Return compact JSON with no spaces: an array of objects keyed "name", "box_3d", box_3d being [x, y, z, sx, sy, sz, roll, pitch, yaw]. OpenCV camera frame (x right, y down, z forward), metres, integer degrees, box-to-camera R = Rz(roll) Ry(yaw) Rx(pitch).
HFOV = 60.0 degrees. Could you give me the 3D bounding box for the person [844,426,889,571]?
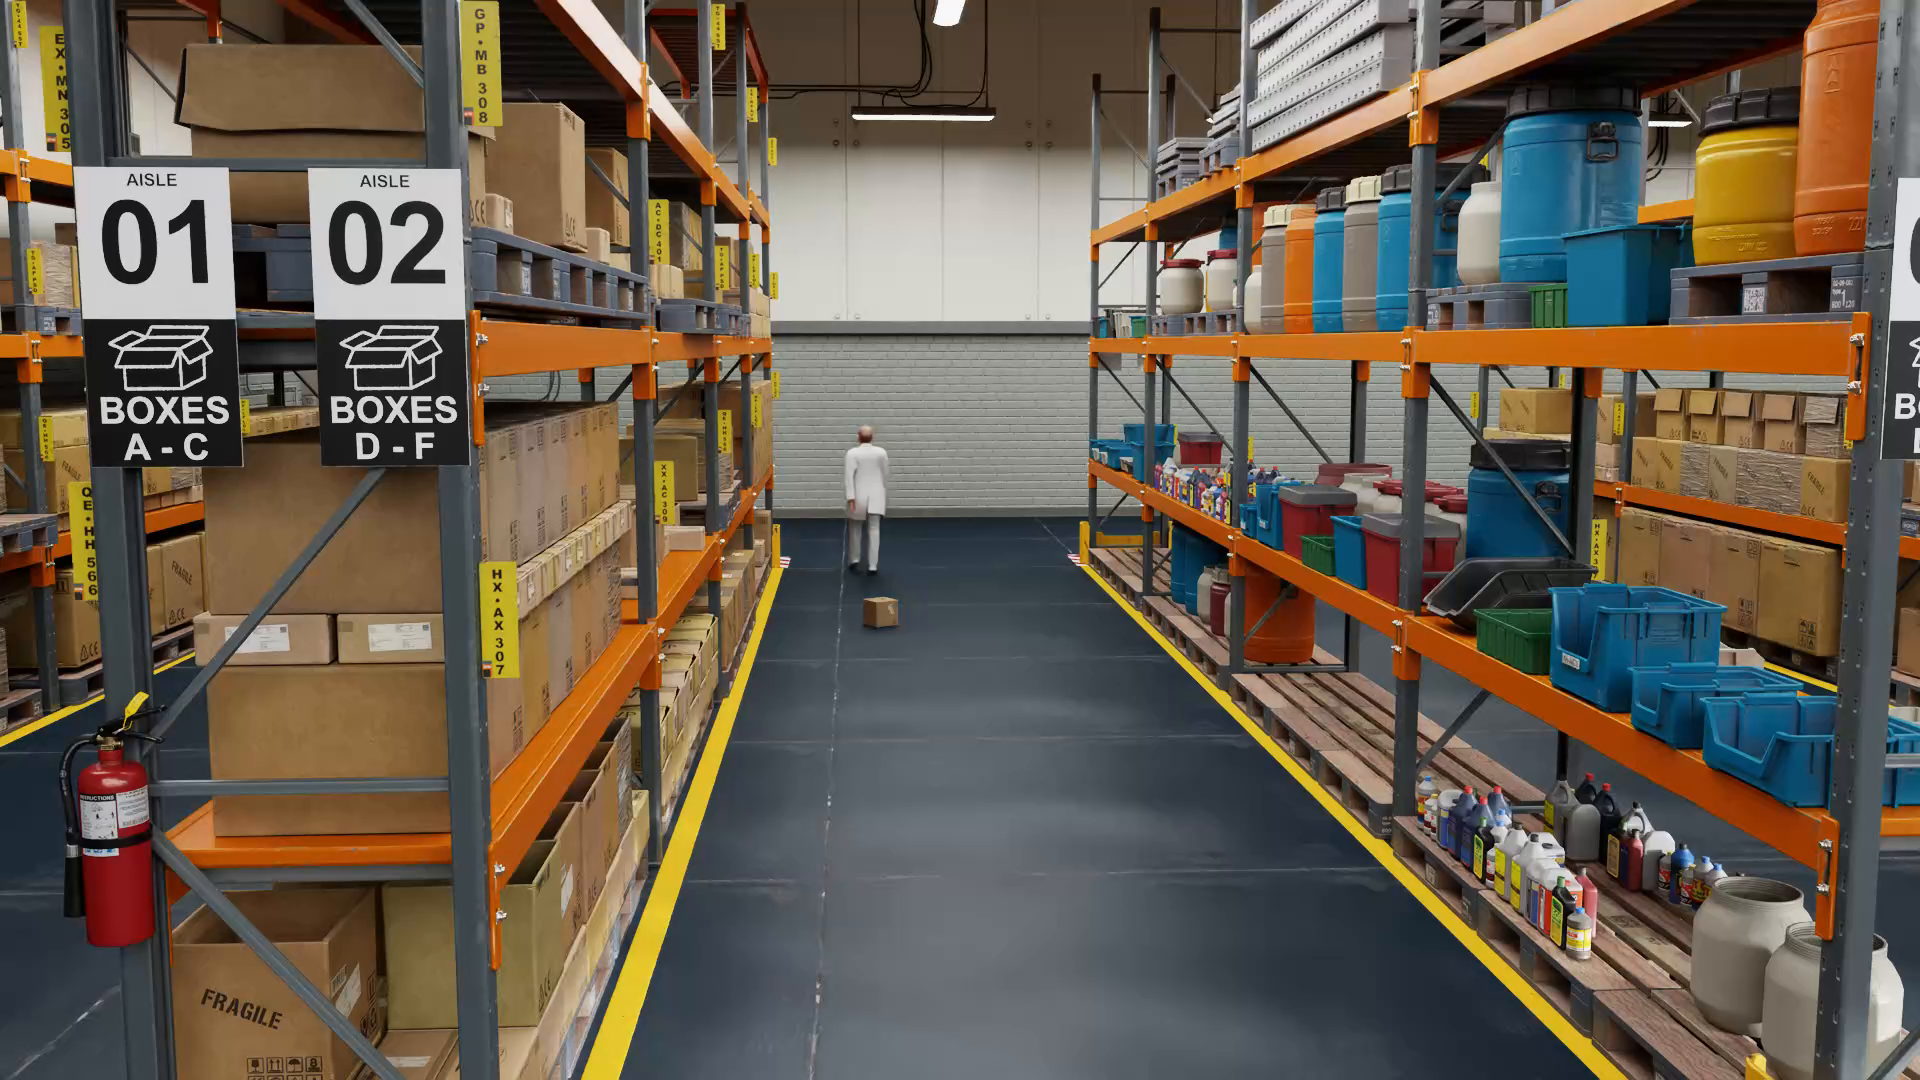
[{"name":"person","box_3d":[-1.142,-0.527,20.148,0.567,1.731,1.048,-1,7,-9]}]
